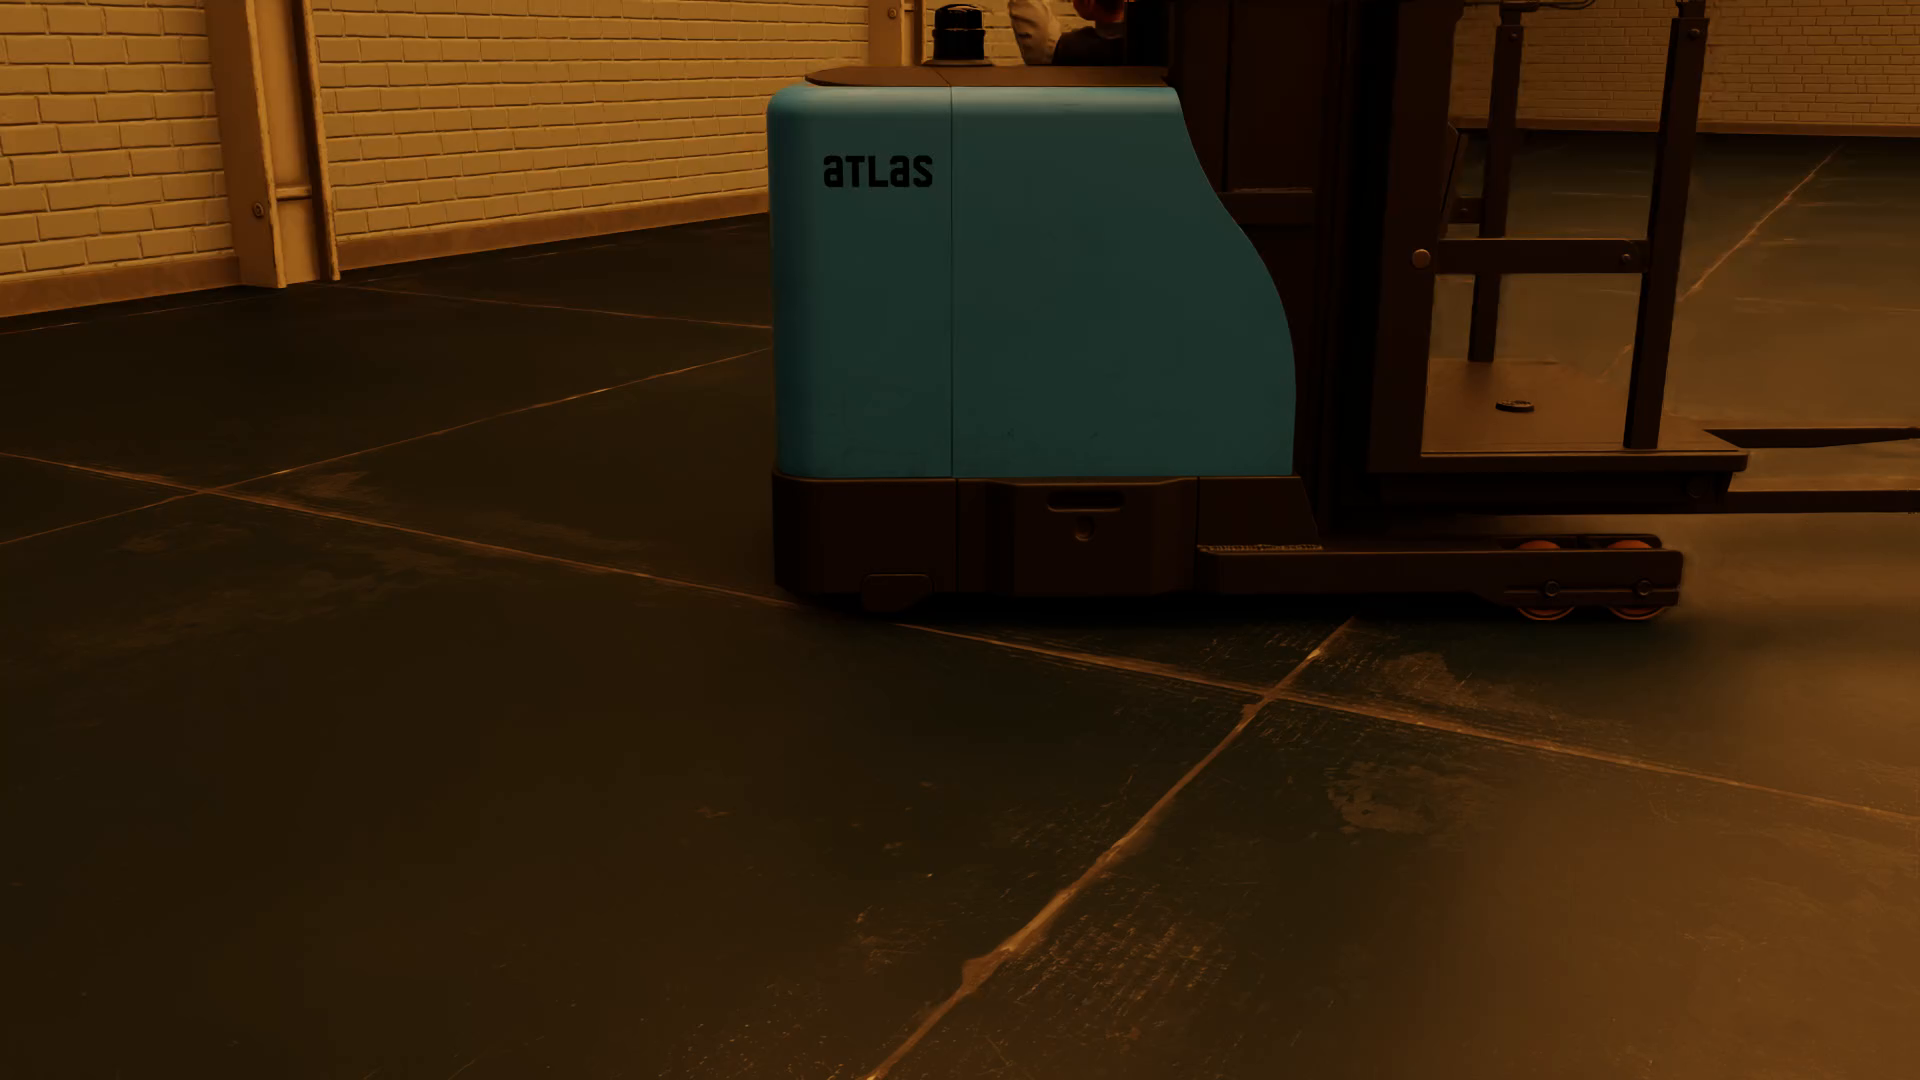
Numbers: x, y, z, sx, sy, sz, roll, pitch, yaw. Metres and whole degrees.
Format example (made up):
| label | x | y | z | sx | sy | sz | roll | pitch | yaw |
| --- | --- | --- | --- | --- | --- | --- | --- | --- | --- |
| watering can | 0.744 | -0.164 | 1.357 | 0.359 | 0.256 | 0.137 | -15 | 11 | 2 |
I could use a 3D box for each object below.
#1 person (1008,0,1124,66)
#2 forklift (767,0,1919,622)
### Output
| label | x | y | z | sx | sy | sz | roll | pitch | yaw |
| --- | --- | --- | --- | --- | --- | --- | --- | --- | --- |
| person | 0.648 | -1.143 | 5.090 | 1.046 | 1.549 | 0.665 | -2 | 17 | -7 |
| forklift | 1.113 | -1.386 | 3.558 | 3.031 | 2.935 | 1.130 | 0 | 16 | -2 |
